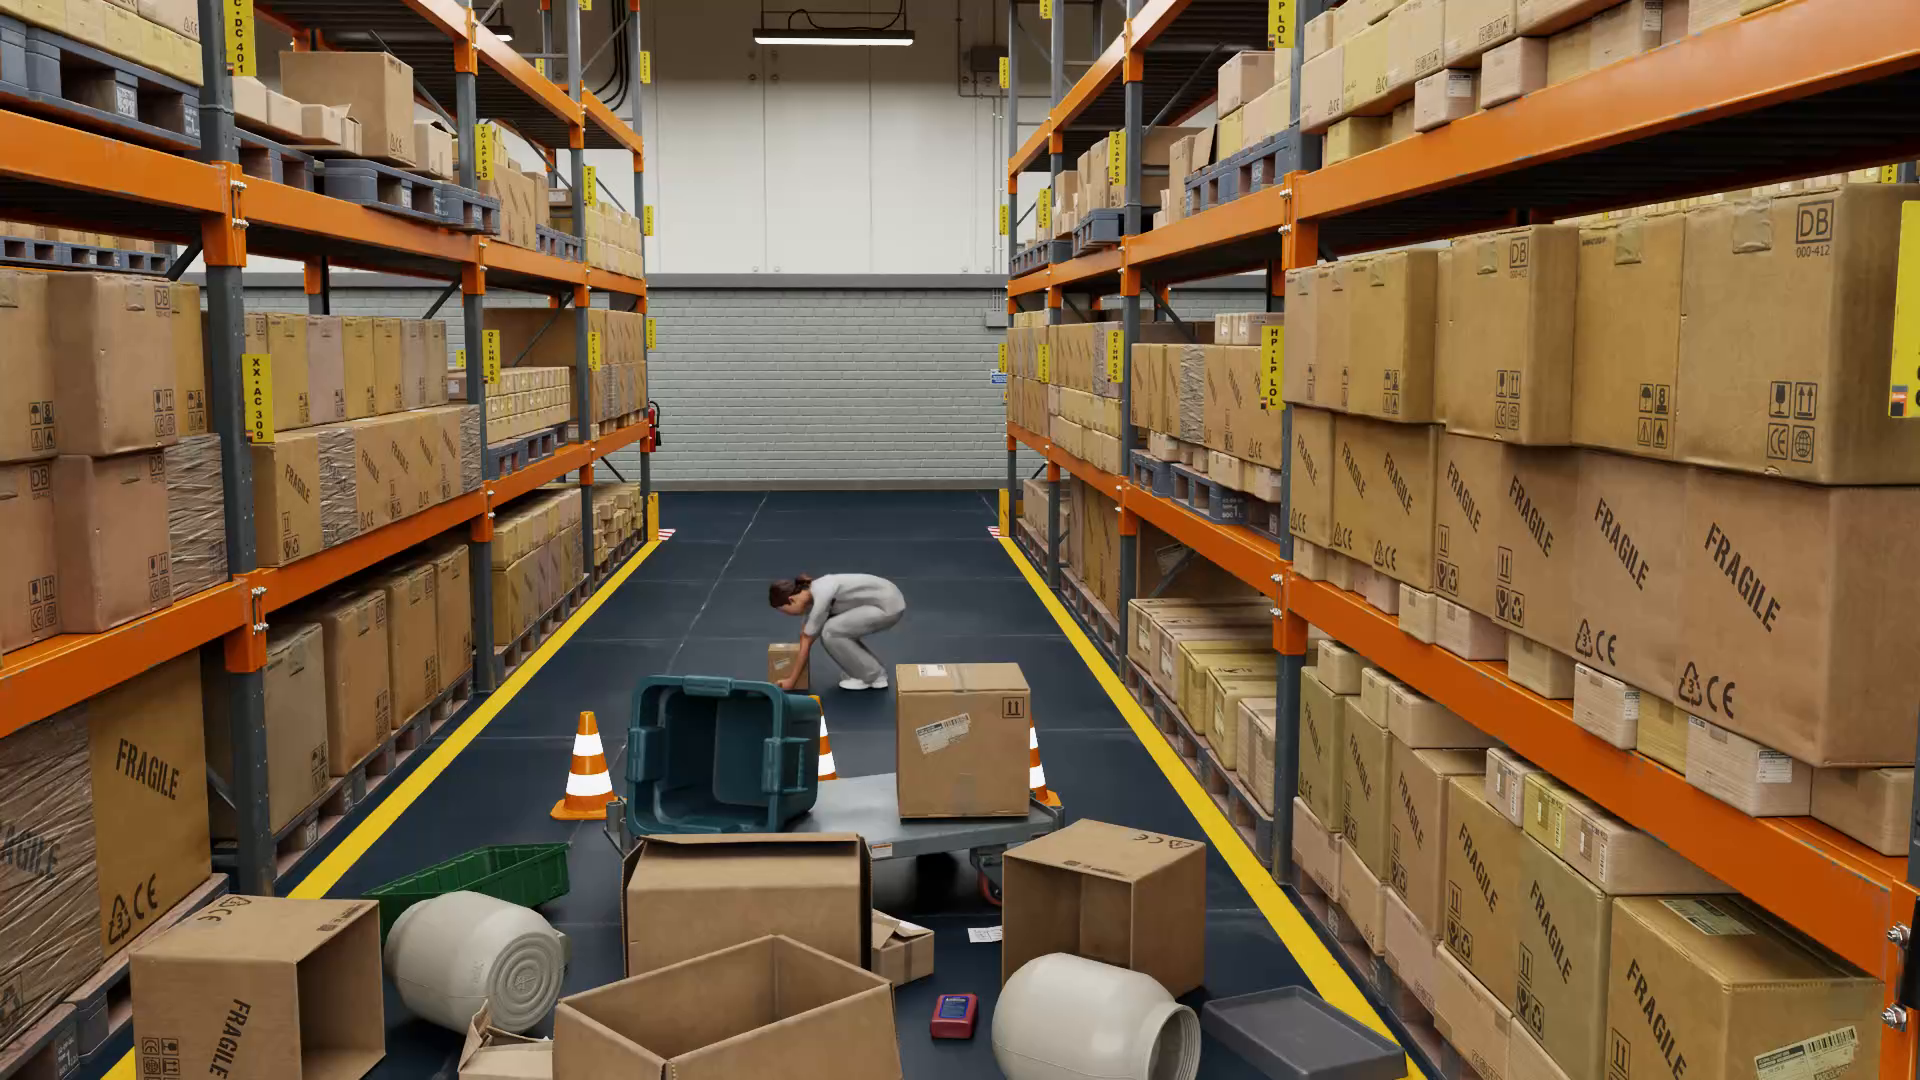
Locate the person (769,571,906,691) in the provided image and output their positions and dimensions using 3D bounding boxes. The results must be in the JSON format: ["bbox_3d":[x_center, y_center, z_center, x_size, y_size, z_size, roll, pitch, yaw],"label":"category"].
[{"bbox_3d":[-0.773,0.573,10.530,0.866,0.745,0.458,-1,7,-5],"label":"person"}]
